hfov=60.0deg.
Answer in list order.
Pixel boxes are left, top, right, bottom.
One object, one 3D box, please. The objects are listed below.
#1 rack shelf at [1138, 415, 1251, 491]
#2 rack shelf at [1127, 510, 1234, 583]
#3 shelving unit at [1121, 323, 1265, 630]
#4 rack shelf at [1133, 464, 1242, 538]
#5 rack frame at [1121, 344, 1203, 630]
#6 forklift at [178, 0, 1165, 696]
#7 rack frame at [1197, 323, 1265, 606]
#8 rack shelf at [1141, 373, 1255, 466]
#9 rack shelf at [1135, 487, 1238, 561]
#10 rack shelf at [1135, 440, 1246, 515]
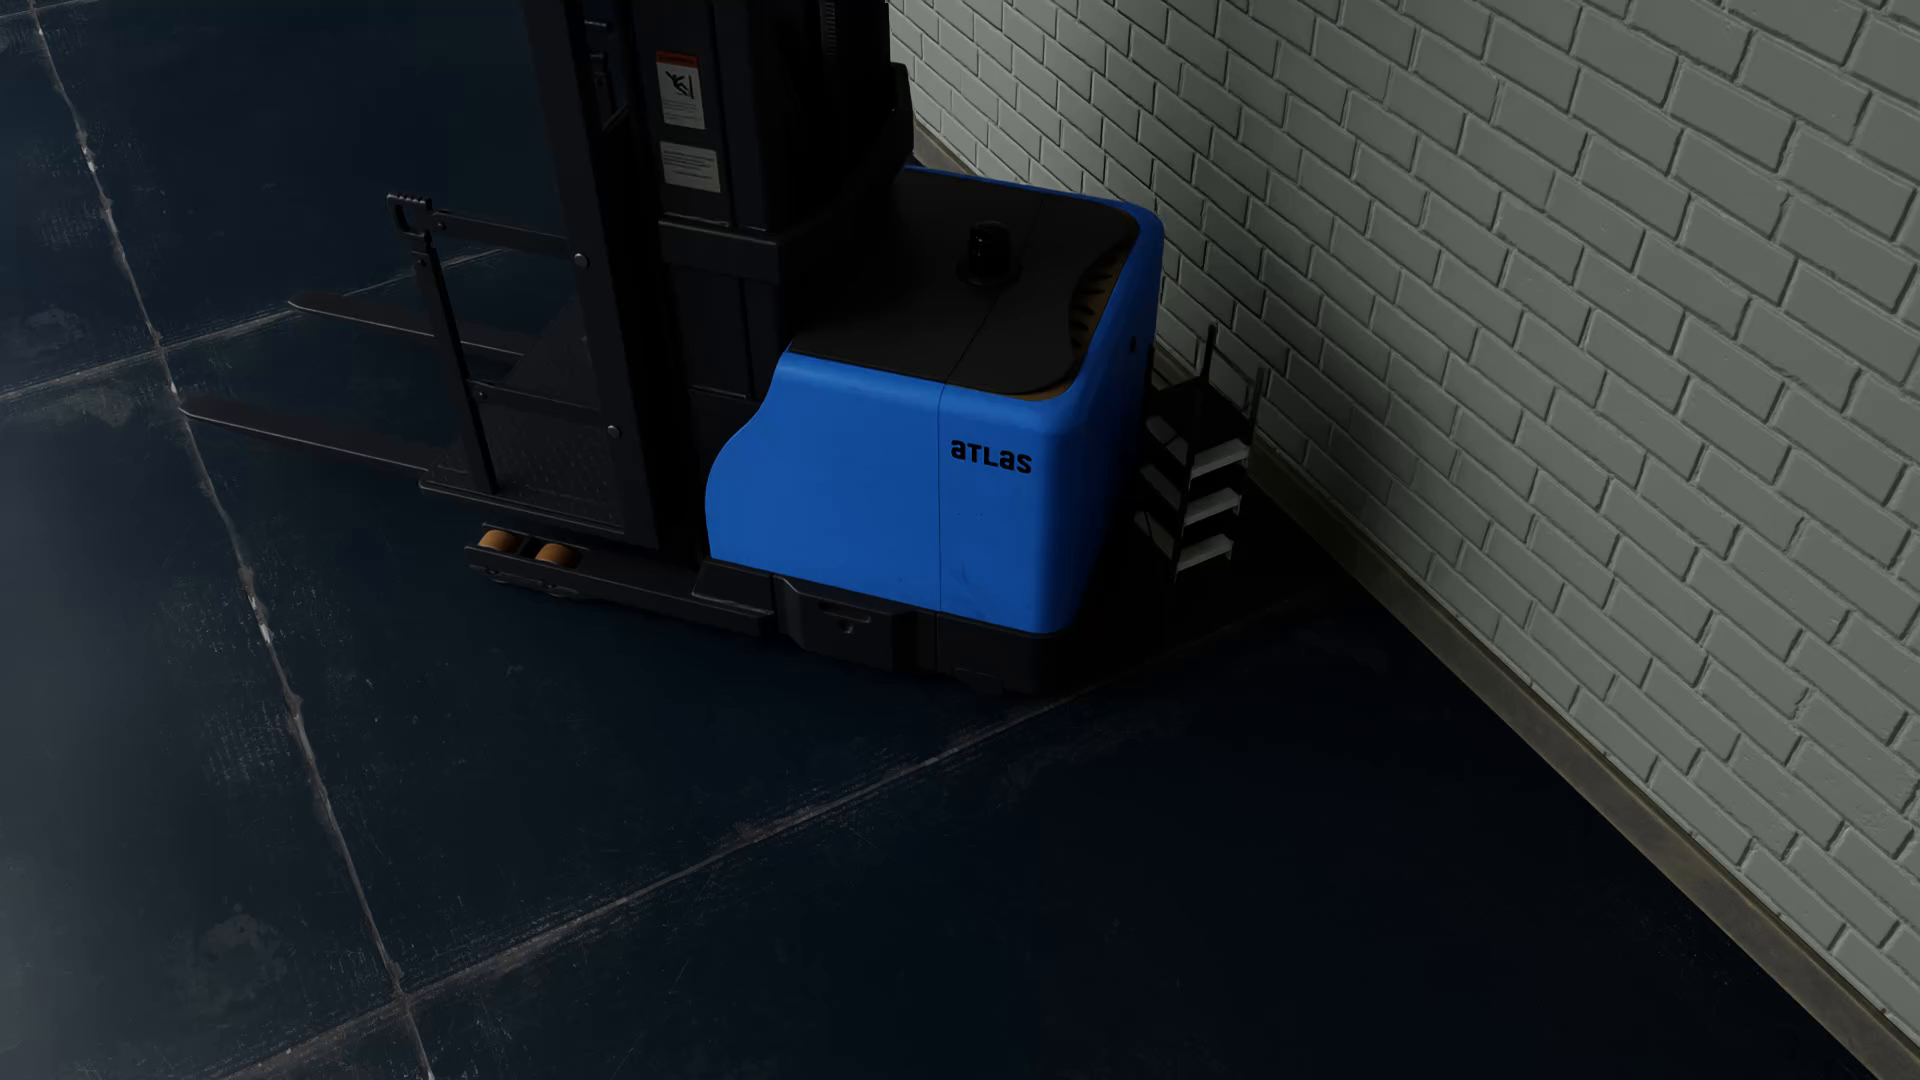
[{"bbox_3d":[0.656,-0.271,4.670,0.200,0.077,0.258,-21,48,-22],"label":"rack shelf"},{"bbox_3d":[0.650,-0.010,4.918,0.200,0.077,0.258,-21,48,-22],"label":"rack shelf"},{"bbox_3d":[0.653,-0.165,4.771,0.210,0.900,0.258,-21,48,-22],"label":"shelving unit"},{"bbox_3d":[0.653,-0.141,4.794,0.200,0.077,0.258,-21,48,-22],"label":"rack shelf"},{"bbox_3d":[0.565,-0.131,4.733,0.006,0.900,0.240,-21,48,-22],"label":"rack frame"},{"bbox_3d":[-0.985,-1.213,4.396,3.031,2.935,1.130,13,46,13],"label":"forklift"},{"bbox_3d":[0.741,-0.199,4.809,0.006,0.900,0.240,-21,48,-22],"label":"rack frame"},{"bbox_3d":[0.657,-0.336,4.608,0.200,0.077,0.258,-21,48,-22],"label":"rack shelf"},{"bbox_3d":[0.651,-0.075,4.856,0.200,0.077,0.258,-21,48,-22],"label":"rack shelf"},{"bbox_3d":[0.654,-0.206,4.732,0.200,0.077,0.258,-21,48,-22],"label":"rack shelf"}]
